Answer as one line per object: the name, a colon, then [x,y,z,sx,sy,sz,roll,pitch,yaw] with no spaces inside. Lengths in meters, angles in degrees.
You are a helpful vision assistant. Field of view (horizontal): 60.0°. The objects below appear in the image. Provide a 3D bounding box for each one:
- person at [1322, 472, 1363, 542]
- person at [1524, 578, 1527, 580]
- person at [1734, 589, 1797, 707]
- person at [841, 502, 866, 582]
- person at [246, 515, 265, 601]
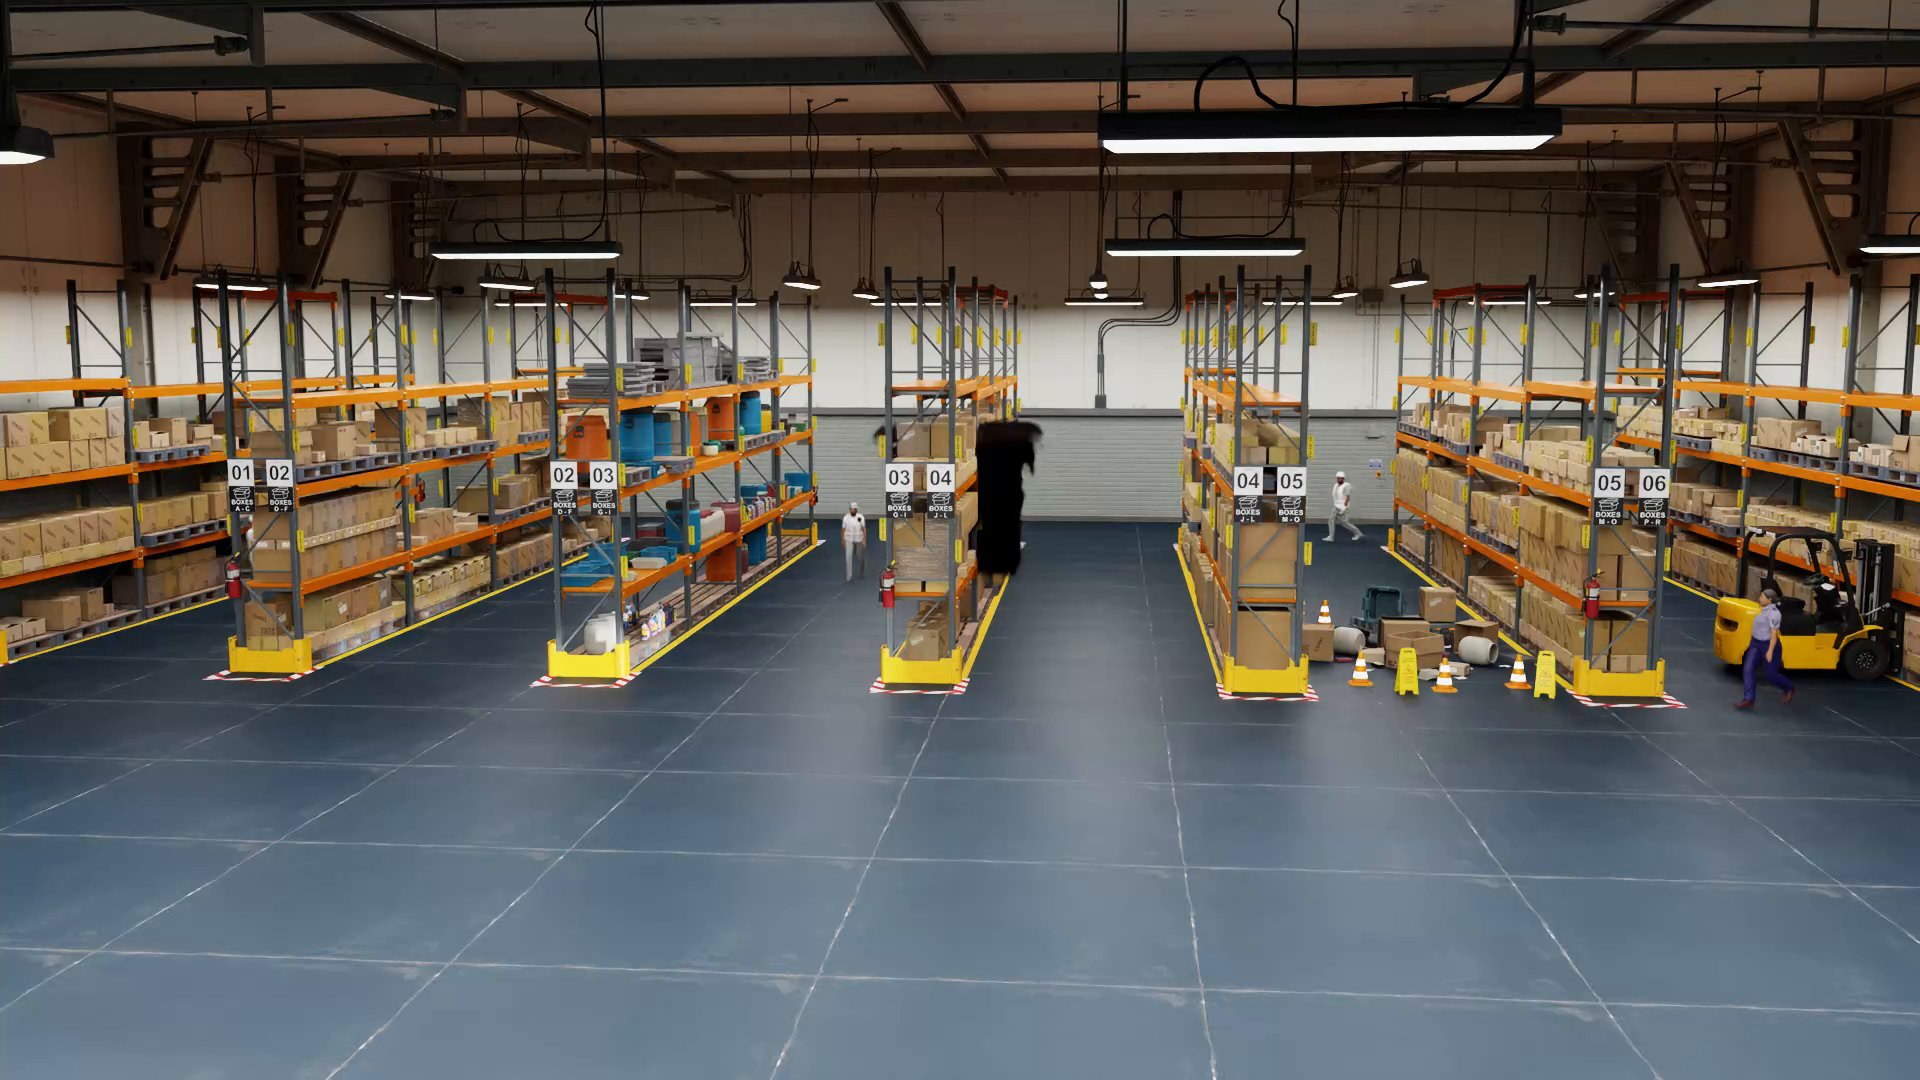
person: [9.343,-0.808,40.697,0.936,1.742,0.613,0,7,-1]
person: [11.822,-0.032,34.324,0.615,1.756,0.612,2,7,18]
person: [10.947,1.466,22.512,0.836,1.600,0.472,-3,8,-22]
person: [-2.203,0.018,34.420,0.520,1.616,0.907,0,7,0]
person: [-12.974,0.377,30.805,0.398,1.777,0.547,-2,7,-14]
